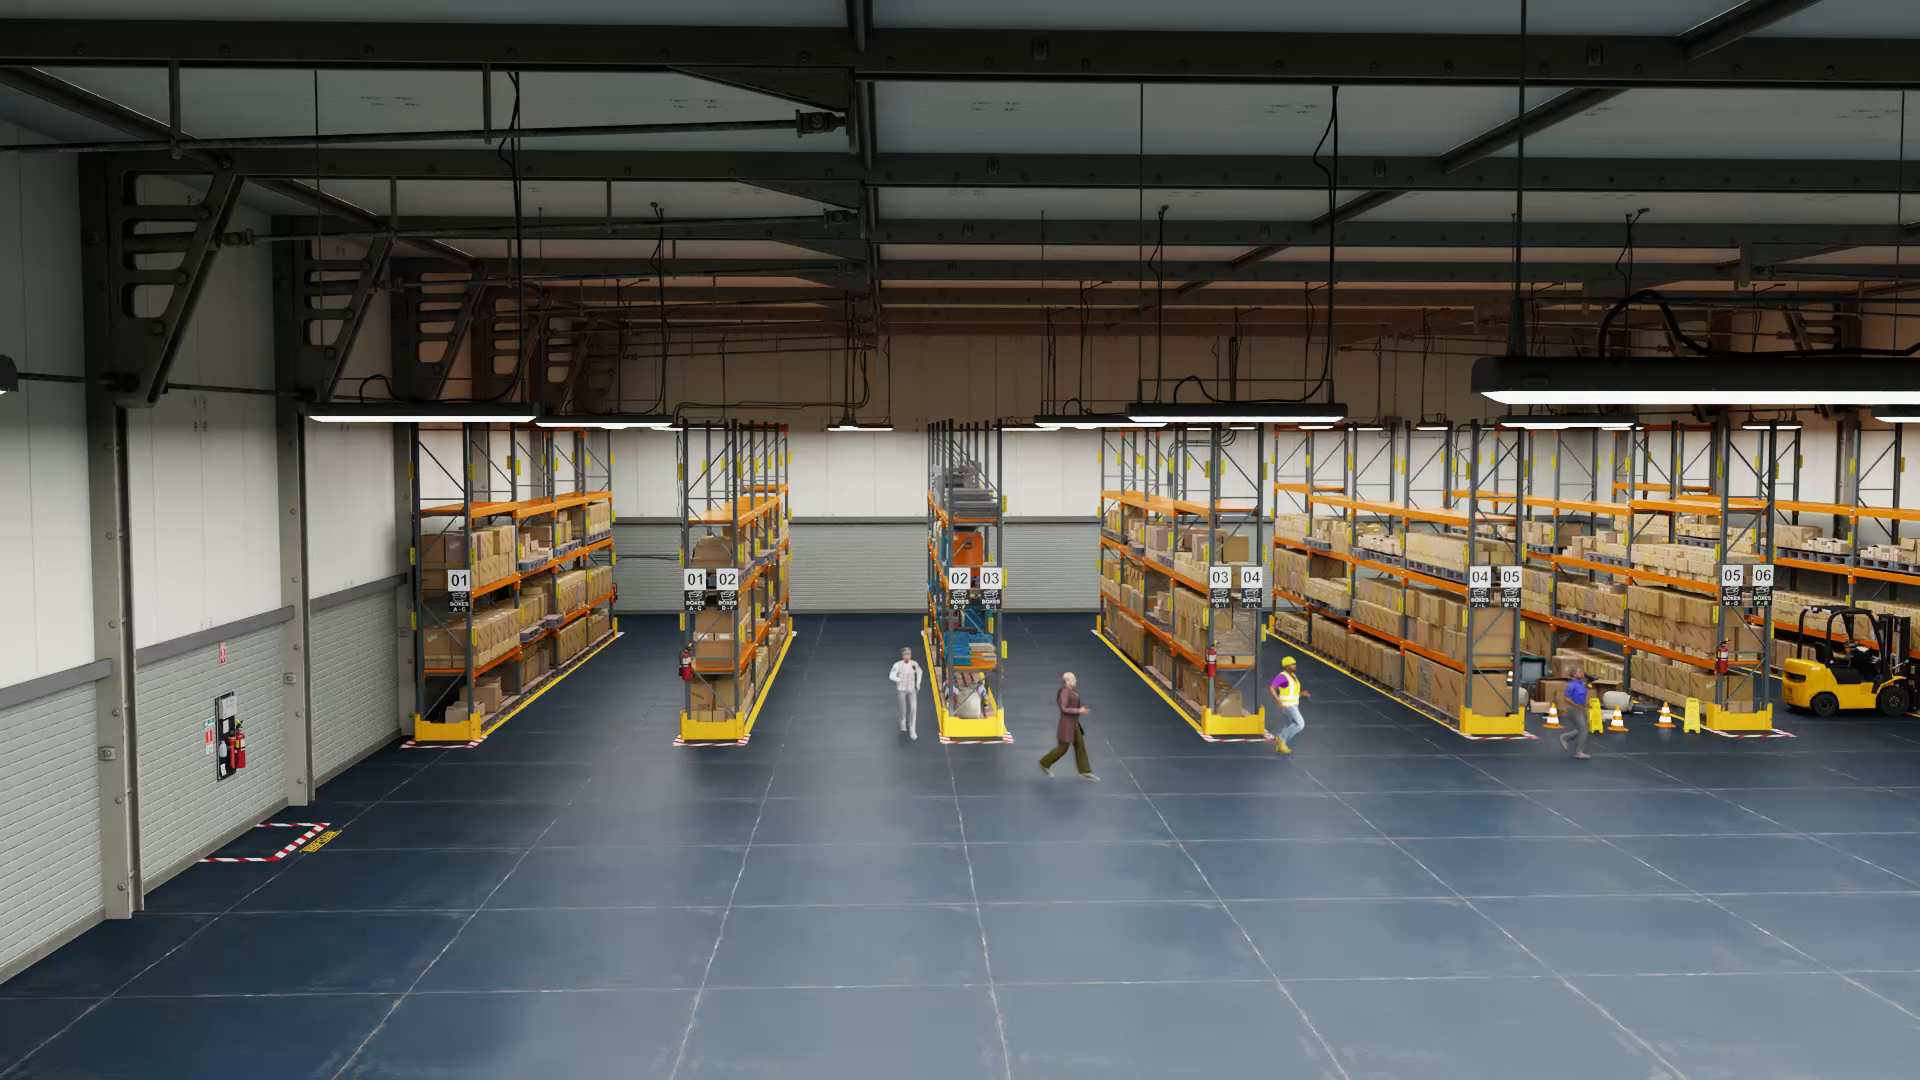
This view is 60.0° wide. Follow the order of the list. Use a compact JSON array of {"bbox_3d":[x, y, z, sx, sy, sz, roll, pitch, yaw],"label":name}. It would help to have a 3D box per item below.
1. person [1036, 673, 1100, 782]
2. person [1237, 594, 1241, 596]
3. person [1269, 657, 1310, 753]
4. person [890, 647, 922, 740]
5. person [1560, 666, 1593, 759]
[{"bbox_3d":[1.767,3.062,27.269,1.057,1.790,0.709,1,4,20],"label":"person"},{"bbox_3d":[6.782,2.225,40.411,0.654,1.834,0.855,0,4,-5],"label":"person"},{"bbox_3d":[5.905,2.946,29.642,0.634,1.726,0.685,2,4,30],"label":"person"},{"bbox_3d":[-1.018,2.868,31.510,0.645,1.715,0.901,-1,4,-9],"label":"person"},{"bbox_3d":[10.867,3.035,29.408,0.601,1.604,0.575,4,5,45],"label":"person"}]
